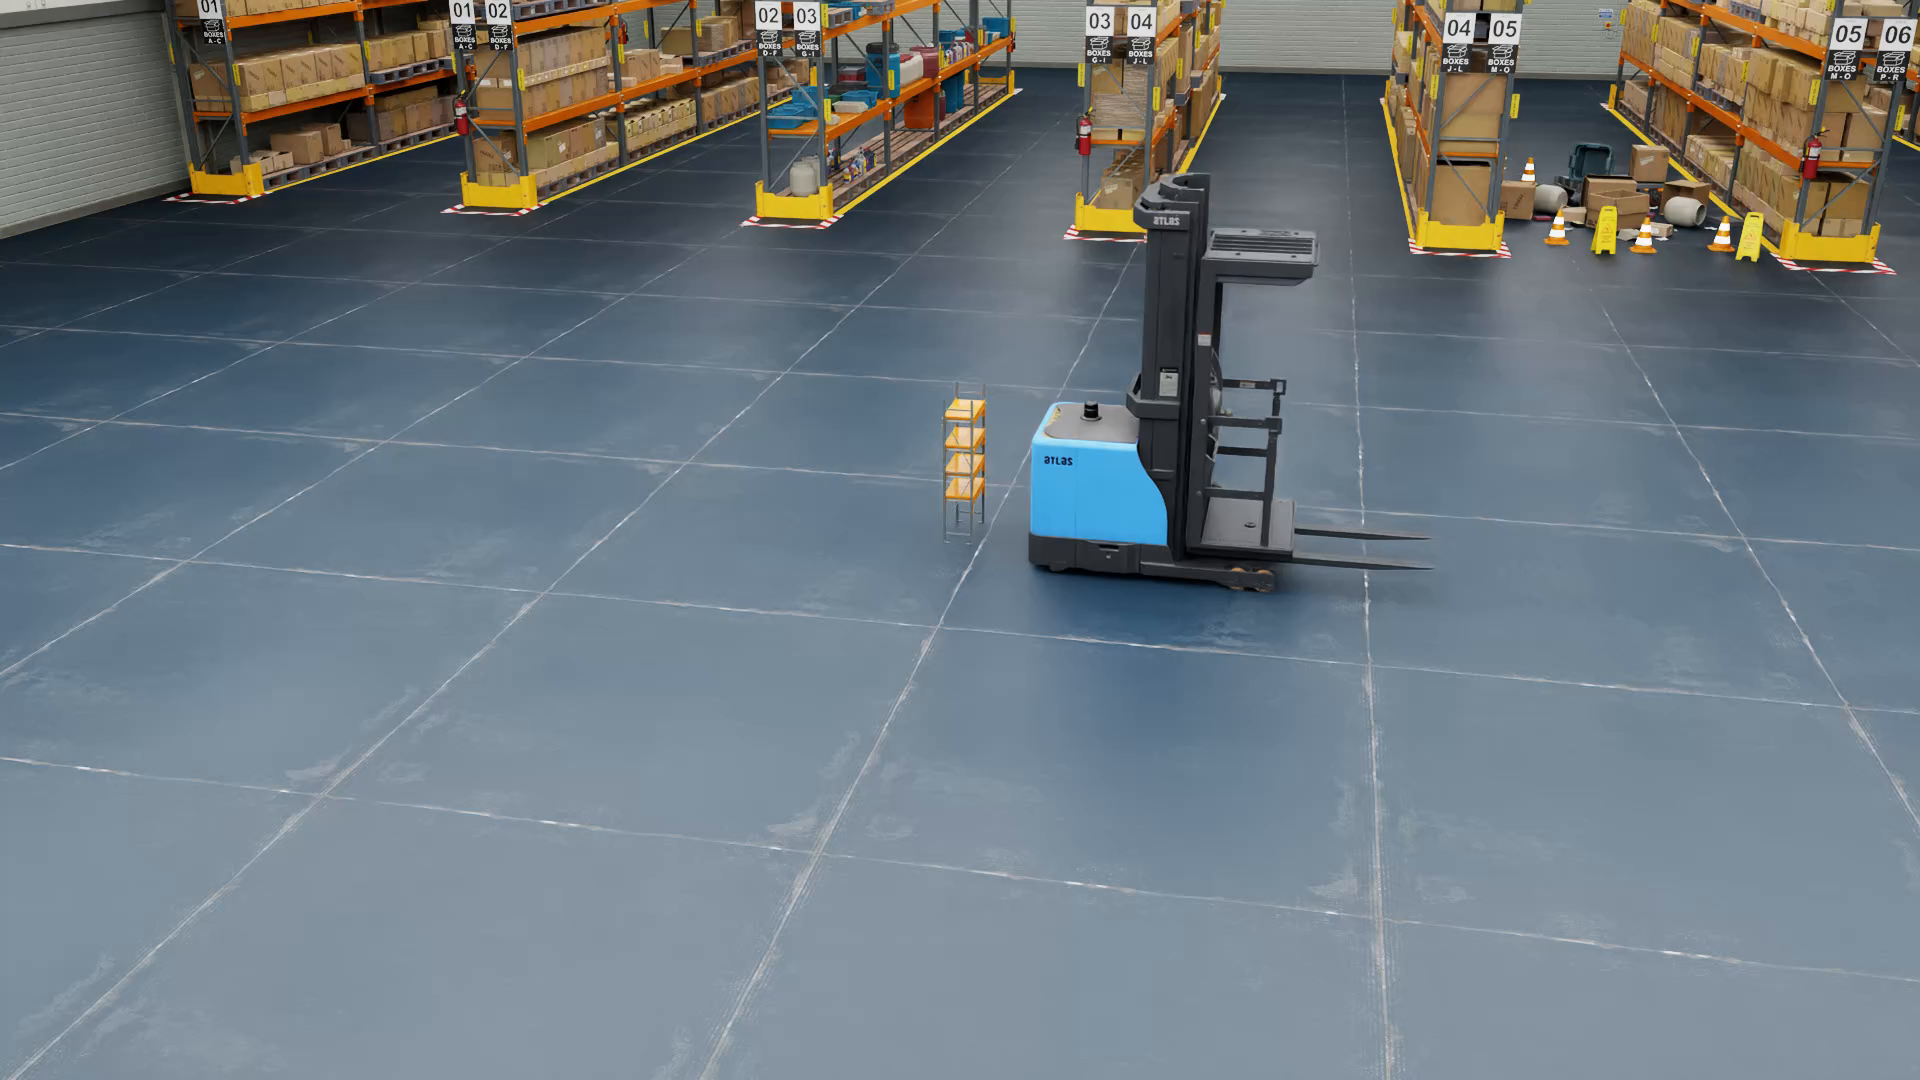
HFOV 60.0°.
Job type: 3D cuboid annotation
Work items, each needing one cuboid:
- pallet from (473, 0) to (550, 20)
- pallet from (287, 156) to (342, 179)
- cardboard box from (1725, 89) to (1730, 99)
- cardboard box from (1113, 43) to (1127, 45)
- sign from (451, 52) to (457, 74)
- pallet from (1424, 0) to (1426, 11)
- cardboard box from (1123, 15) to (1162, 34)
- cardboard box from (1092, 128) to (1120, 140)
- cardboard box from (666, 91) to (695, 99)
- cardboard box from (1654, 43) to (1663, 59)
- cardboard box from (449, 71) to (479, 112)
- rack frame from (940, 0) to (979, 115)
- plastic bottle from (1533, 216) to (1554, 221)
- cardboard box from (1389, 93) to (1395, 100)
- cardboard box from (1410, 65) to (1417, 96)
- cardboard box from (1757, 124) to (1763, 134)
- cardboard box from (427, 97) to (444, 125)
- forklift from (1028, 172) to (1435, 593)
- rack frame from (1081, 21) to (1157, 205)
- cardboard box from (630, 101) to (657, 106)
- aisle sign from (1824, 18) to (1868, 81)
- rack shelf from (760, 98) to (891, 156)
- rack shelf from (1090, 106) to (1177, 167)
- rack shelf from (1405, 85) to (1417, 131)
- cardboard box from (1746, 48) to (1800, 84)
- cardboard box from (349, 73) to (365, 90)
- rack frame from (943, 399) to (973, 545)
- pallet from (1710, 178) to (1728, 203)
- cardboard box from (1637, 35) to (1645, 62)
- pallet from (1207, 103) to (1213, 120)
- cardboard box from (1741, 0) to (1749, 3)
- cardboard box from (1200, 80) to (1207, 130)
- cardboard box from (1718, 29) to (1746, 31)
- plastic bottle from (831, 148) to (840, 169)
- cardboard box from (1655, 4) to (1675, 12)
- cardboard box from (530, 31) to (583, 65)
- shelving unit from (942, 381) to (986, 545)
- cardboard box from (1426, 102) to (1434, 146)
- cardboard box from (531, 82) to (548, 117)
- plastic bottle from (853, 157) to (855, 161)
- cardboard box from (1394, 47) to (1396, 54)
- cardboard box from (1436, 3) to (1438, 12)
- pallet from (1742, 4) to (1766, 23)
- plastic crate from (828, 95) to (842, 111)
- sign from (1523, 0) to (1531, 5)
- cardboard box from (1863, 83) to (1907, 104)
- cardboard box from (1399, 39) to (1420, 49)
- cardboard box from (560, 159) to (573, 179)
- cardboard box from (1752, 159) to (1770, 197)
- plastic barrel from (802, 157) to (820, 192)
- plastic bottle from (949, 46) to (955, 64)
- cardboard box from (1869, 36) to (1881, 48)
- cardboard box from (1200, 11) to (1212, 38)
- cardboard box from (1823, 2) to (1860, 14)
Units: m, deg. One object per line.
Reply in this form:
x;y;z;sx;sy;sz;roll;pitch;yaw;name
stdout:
-7.219;-8.399;26.326;1.003;0.211;1.213;4;22;11;pallet
-11.772;-6.641;29.592;1.003;0.211;1.213;4;22;11;pallet
12.798;-7.316;27.307;0.380;0.149;0.250;5;22;11;cardboard box
2.581;-7.635;26.456;0.500;0.500;0.500;4;22;11;cardboard box
-7.917;-7.485;26.087;0.100;0.325;0.005;4;22;11;sign
8.471;-9.201;28.452;1.003;0.211;1.213;6;23;13;pallet
2.660;-7.513;24.210;0.500;0.250;0.500;5;22;13;cardboard box
2.164;-6.039;24.699;0.380;0.149;0.250;4;22;11;cardboard box
-5.795;-9.122;34.775;0.500;0.500;0.500;5;23;13;cardboard box
14.093;-9.691;32.963;0.500;0.250;0.500;4;22;9;cardboard box
-10.328;-9.550;35.397;0.750;0.750;0.750;4;22;10;cardboard box
-0.092;-10.801;36.188;1.000;3.000;0.127;4;22;11;rack frame
8.985;-4.953;25.600;0.283;0.061;0.133;-3;22;-8;plastic bottle
9.811;-9.898;37.200;0.380;0.149;0.250;5;22;12;cardboard box
8.216;-8.078;29.292;0.500;0.500;0.500;4;22;11;cardboard box
12.338;-6.252;25.228;0.380;0.149;0.250;5;23;13;cardboard box
-10.921;-8.691;33.706;0.700;0.500;0.500;4;22;11;cardboard box
2.096;-1.185;12.402;3.031;2.935;1.130;5;22;11;forklift
2.308;-6.035;24.354;1.000;3.000;0.127;4;22;11;rack frame
-6.250;-8.535;32.929;0.500;0.311;0.500;4;22;10;cardboard box
11.713;-6.485;21.991;0.394;0.787;0.004;4;22;11;aisle sign
-2.132;-6.810;27.242;1.077;0.370;4.000;4;22;11;rack shelf
2.717;-6.433;26.304;1.077;0.370;4.000;4;22;11;rack shelf
8.368;-7.481;28.906;1.077;0.370;4.000;4;22;11;rack shelf
12.524;-7.246;25.491;0.700;0.500;0.500;4;22;10;cardboard box
-11.223;-8.374;30.336;0.500;0.250;0.500;5;22;11;cardboard box
-0.016;-0.528;13.089;0.240;1.200;0.015;4;22;11;rack frame
12.984;-5.734;27.339;1.003;0.211;1.213;4;22;11;pallet
14.491;-10.277;34.753;0.500;0.500;0.500;4;22;10;cardboard box
4.989;-9.402;36.447;1.003;0.211;1.213;4;22;11;pallet
13.017;-8.855;26.979;0.500;0.250;0.500;5;22;12;cardboard box
4.291;-8.746;33.368;1.225;0.875;0.875;5;22;11;cardboard box
14.074;-9.059;30.391;0.500;0.500;0.500;5;22;11;cardboard box
-2.154;-6.576;28.655;0.144;0.351;0.185;4;22;11;plastic bottle
14.464;-10.889;34.065;0.380;0.149;0.250;4;22;10;cardboard box
-6.862;-8.372;28.286;0.700;0.500;0.500;4;22;11;cardboard box
0.034;-0.617;13.310;0.258;1.200;0.503;4;22;11;shelving unit
7.266;-6.032;24.144;0.875;0.550;0.550;4;22;11;cardboard box
-7.178;-7.200;27.113;0.700;0.500;0.500;5;22;12;cardboard box
-1.784;-6.372;28.238;0.061;0.283;0.133;4;22;11;plastic bottle
9.061;-9.978;33.918;0.380;0.149;0.250;3;22;8;cardboard box
7.139;-7.748;24.232;0.380;0.149;0.250;5;22;11;cardboard box
13.056;-8.264;26.126;1.213;0.211;1.003;4;22;11;pallet
-2.277;-7.302;27.784;0.450;0.188;0.662;4;22;11;plastic crate
7.686;-7.409;22.474;0.100;0.325;0.005;4;22;11;sign
19.917;-9.575;35.922;0.797;0.503;0.637;4;22;9;cardboard box
8.693;-9.587;32.151;0.380;0.149;0.250;6;23;14;cardboard box
-6.861;-6.256;28.021;0.500;0.250;0.500;4;22;11;cardboard box
12.236;-5.428;24.962;0.500;0.500;0.500;6;23;14;cardboard box
-2.379;-5.883;26.745;0.421;0.512;0.421;0;22;0;plastic barrel
-0.184;-10.014;34.301;0.144;0.351;0.185;4;22;11;plastic bottle
12.395;-6.651;22.204;0.380;0.149;0.250;4;22;11;cardboard box
5.105;-10.996;35.470;0.500;0.500;0.500;4;22;11;cardboard box
11.880;-7.162;22.406;0.380;0.149;0.250;5;22;12;cardboard box
